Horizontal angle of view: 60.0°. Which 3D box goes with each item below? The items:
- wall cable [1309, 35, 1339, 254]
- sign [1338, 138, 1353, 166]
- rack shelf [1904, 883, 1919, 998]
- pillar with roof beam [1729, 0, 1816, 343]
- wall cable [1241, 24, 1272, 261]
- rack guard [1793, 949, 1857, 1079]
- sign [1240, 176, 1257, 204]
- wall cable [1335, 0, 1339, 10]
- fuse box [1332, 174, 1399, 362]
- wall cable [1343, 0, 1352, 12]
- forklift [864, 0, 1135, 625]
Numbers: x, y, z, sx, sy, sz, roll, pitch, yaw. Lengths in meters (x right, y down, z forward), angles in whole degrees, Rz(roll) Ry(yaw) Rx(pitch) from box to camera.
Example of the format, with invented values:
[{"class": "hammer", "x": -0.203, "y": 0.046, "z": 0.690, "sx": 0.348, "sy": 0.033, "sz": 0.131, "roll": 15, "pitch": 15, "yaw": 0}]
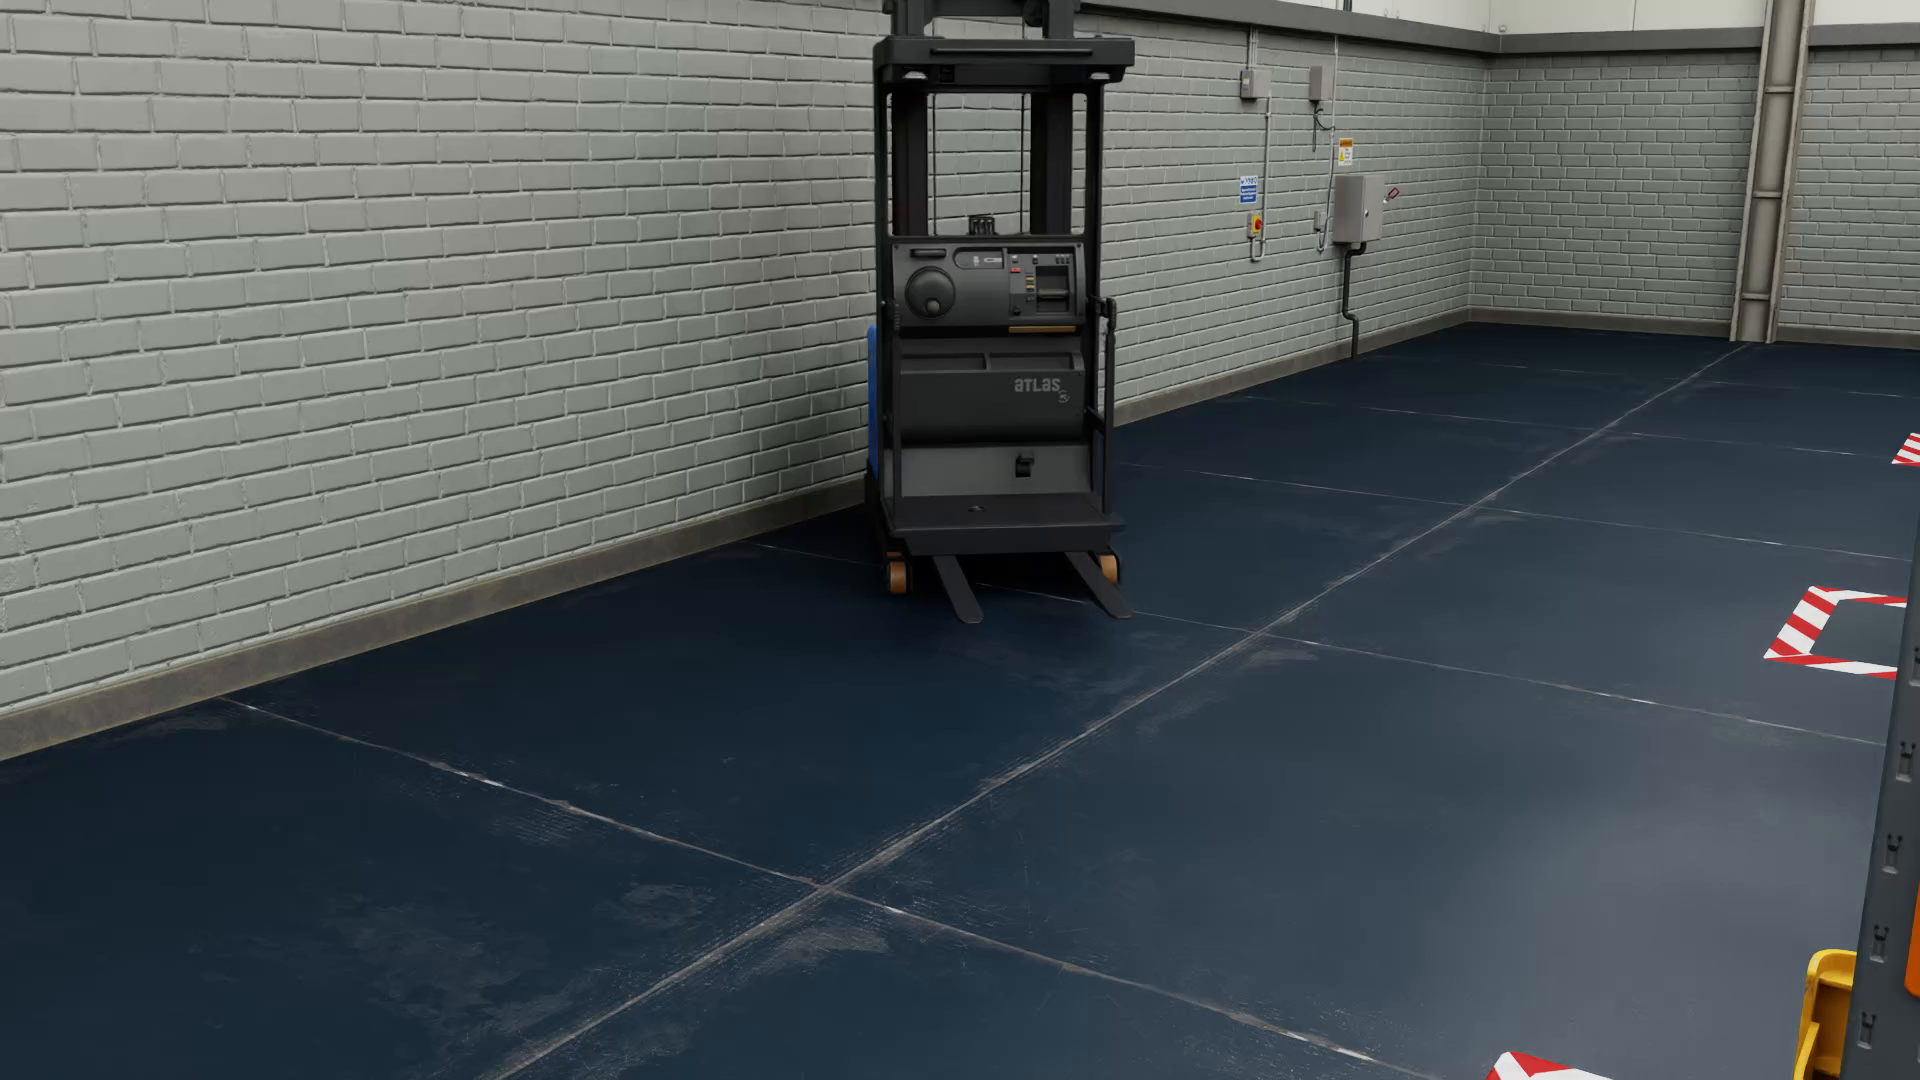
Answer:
[{"class": "wall cable", "x": 3.214, "y": -3.507, "z": 14.633, "sx": 0.122, "sy": 1.984, "sz": 0.588, "roll": 9, "pitch": 17, "yaw": 33}, {"class": "sign", "x": 3.523, "y": -3.546, "z": 15.187, "sx": 0.001, "sy": 0.242, "sz": 0.339, "roll": 9, "pitch": 17, "yaw": 33}, {"class": "rack shelf", "x": 3.253, "y": 0.616, "z": 1.591, "sx": 4.000, "sy": 0.370, "sz": 1.077, "roll": 9, "pitch": 17, "yaw": 33}, {"class": "pillar with roof beam", "x": 5.755, "y": -5.563, "z": 12.568, "sx": 0.400, "sy": 9.000, "sz": 9.100, "roll": 9, "pitch": 17, "yaw": 33}, {"class": "wall cable", "x": 2.432, "y": -3.238, "z": 13.480, "sx": 0.123, "sy": 1.953, "sz": 0.585, "roll": 9, "pitch": 17, "yaw": 33}, {"class": "rack guard", "x": 1.574, "y": 1.208, "z": 2.901, "sx": 0.348, "sy": 0.500, "sz": 1.175, "roll": 9, "pitch": 17, "yaw": 33}, {"class": "sign", "x": 2.355, "y": -2.859, "z": 13.568, "sx": 0.001, "sy": 0.218, "sz": 0.327, "roll": 9, "pitch": 17, "yaw": 33}, {"class": "wall cable", "x": 2.669, "y": -5.746, "z": 13.308, "sx": 0.029, "sy": 3.000, "sz": 2.355, "roll": 9, "pitch": 17, "yaw": 33}, {"class": "fuse box", "x": 3.726, "y": -2.503, "z": 15.374, "sx": 0.414, "sy": 1.711, "sz": 0.539, "roll": 9, "pitch": 17, "yaw": 33}, {"class": "wall cable", "x": 4.255, "y": -6.315, "z": 15.527, "sx": 0.133, "sy": 3.039, "sz": 2.988, "roll": 9, "pitch": 17, "yaw": 33}, {"class": "forklift", "x": 0.167, "y": -1.249, "z": 7.769, "sx": 1.130, "sy": 2.935, "sz": 3.031, "roll": -2, "pitch": 14, "yaw": -7}]
